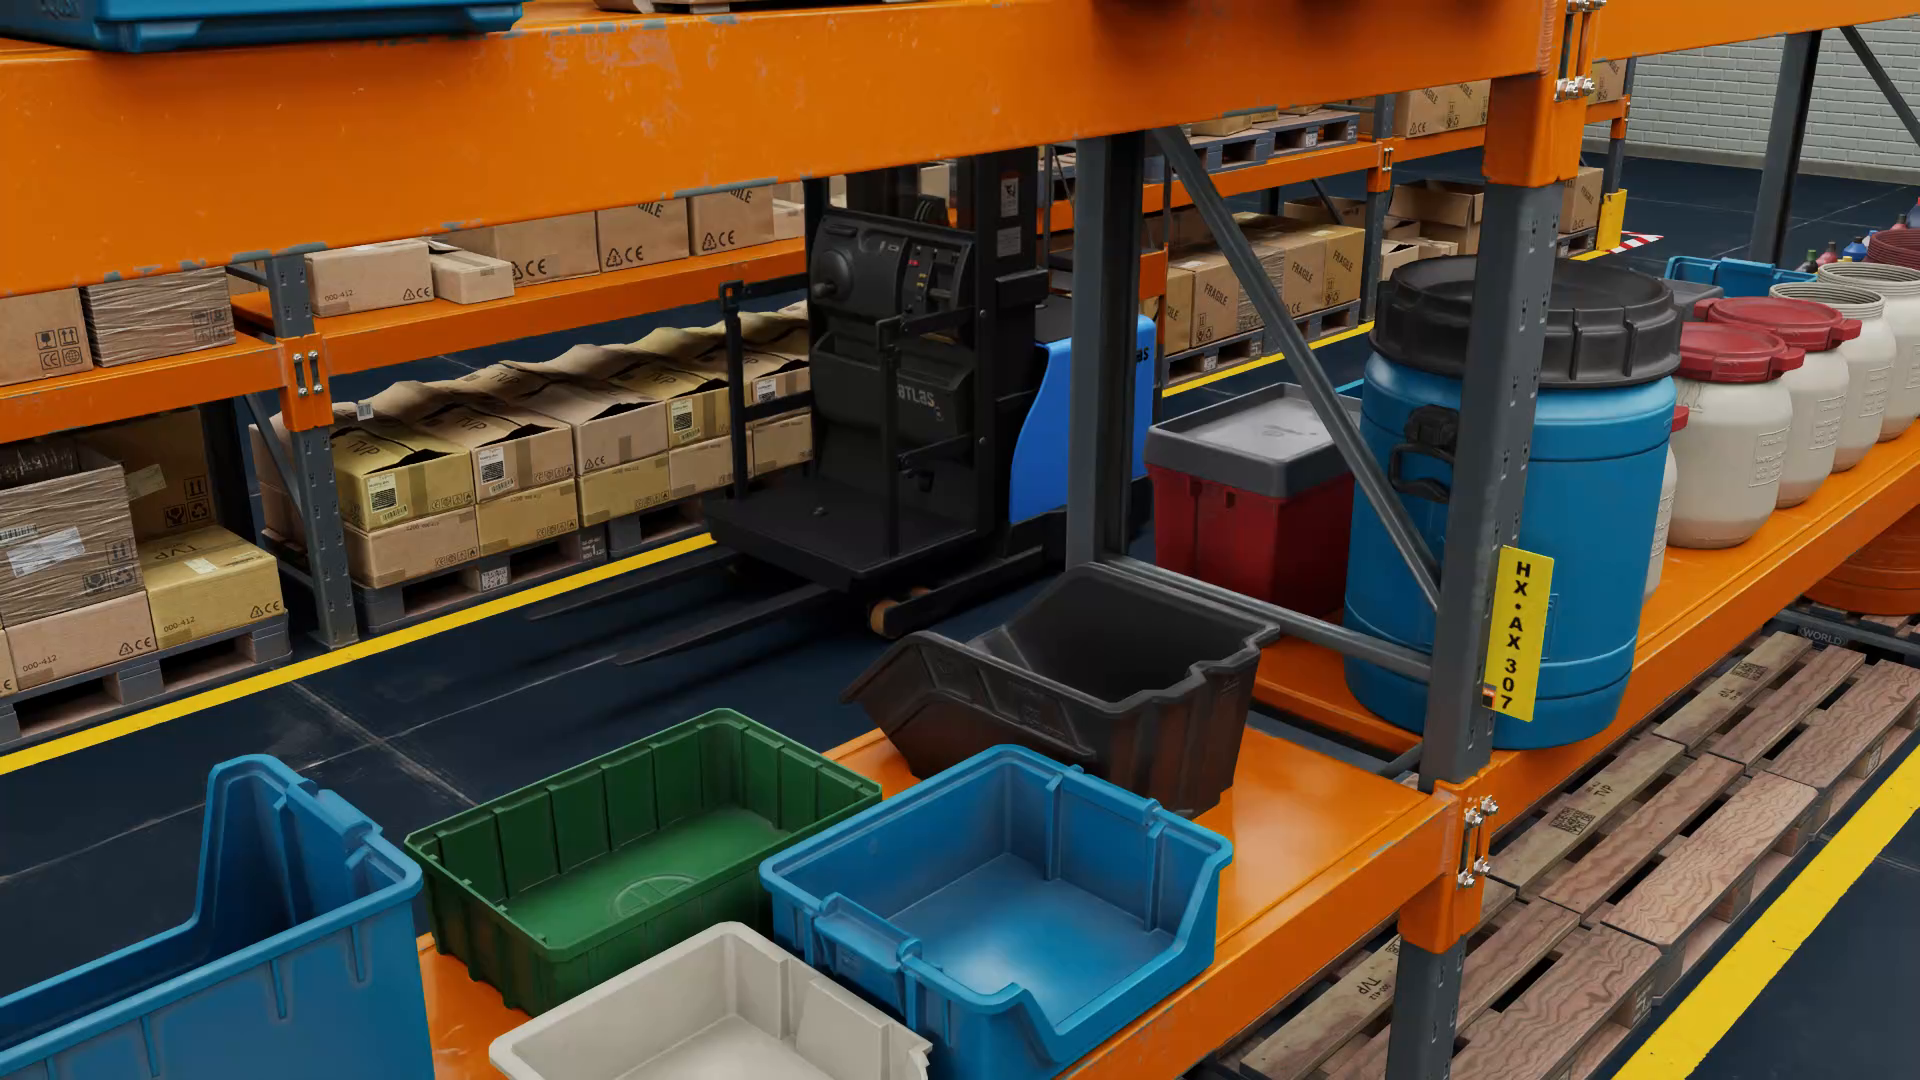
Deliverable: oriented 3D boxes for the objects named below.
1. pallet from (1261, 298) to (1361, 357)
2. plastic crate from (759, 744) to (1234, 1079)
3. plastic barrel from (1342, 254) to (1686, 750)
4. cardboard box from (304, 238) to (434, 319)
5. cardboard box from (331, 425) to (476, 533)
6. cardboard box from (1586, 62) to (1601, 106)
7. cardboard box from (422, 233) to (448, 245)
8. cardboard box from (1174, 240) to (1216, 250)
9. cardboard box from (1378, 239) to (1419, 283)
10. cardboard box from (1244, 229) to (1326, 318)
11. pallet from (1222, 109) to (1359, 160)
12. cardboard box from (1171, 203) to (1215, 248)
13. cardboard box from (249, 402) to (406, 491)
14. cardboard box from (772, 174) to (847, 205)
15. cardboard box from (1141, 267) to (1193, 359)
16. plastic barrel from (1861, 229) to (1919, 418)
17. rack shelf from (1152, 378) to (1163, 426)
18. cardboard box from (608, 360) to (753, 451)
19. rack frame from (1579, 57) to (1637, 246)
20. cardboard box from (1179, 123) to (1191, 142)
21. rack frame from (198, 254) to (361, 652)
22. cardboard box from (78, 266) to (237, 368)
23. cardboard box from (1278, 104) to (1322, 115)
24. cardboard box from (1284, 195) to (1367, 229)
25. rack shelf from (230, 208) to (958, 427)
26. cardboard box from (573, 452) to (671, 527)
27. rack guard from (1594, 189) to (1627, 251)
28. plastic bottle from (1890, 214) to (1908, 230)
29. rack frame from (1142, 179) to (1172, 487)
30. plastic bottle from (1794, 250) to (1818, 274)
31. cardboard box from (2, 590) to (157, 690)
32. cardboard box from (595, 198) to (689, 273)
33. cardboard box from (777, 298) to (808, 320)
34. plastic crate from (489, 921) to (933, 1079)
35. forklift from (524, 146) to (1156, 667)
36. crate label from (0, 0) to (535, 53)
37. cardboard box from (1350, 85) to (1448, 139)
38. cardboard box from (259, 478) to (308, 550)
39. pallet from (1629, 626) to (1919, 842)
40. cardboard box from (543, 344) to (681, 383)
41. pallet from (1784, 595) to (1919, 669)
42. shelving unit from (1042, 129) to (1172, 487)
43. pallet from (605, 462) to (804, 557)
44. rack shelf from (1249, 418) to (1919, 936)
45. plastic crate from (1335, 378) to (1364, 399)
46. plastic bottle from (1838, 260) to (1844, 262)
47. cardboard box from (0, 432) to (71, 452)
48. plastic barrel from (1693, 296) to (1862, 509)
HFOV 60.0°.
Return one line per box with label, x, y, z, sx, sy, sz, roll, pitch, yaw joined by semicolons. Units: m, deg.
pallet;2.131;-1.615;11.982;1.003;0.211;1.213;19;28;41
plastic crate;0.059;0.584;2.582;0.499;0.251;0.616;19;28;41
plastic barrel;1.123;-0.095;3.443;0.600;0.901;0.708;19;28;41
cardboard box;-2.597;-1.146;7.085;0.500;0.250;0.500;-18;27;-39
cardboard box;-2.443;-0.297;7.132;0.500;0.311;0.500;19;28;41
cardboard box;4.985;-3.892;13.881;0.500;0.500;0.500;20;28;41
cardboard box;-4.136;-2.186;12.452;0.500;0.500;0.700;-20;29;-41
cardboard box;1.441;-1.844;11.562;0.500;0.500;0.500;20;29;41
cardboard box;3.119;-2.139;12.594;0.500;0.311;0.500;19;28;41
cardboard box;2.181;-1.850;11.578;0.500;0.500;0.500;19;28;41
pallet;2.036;-2.867;11.621;1.003;0.211;1.213;19;28;41
cardboard box;1.462;-2.203;11.452;0.500;0.250;0.500;19;28;41
cardboard box;-2.832;-0.429;7.475;0.500;0.311;0.500;19;28;41
cardboard box;-0.882;-1.884;8.919;0.500;0.311;0.500;19;28;40
cardboard box;1.118;-1.455;10.549;0.500;0.500;0.500;19;28;40
plastic barrel;3.321;-0.735;5.615;0.600;0.536;0.708;19;28;41
rack shelf;0.730;-0.581;8.649;0.431;0.518;0.480;19;28;41
cardboard box;-1.371;-0.692;8.161;0.500;0.311;0.500;-19;28;-41
rack frame;5.462;-4.163;14.725;1.000;3.000;0.127;19;28;41
cardboard box;1.014;-2.727;10.264;0.500;0.500;0.700;-14;25;-32
rack frame;-2.910;-1.079;6.700;1.000;3.000;0.127;19;28;41
cardboard box;-3.215;-1.010;6.381;0.700;0.500;0.500;18;28;39
cardboard box;2.181;-3.312;11.786;0.700;0.500;0.500;9;23;23
cardboard box;2.865;-2.391;12.986;0.500;0.500;0.500;19;28;41
rack shelf;-1.514;-1.257;8.167;1.077;0.370;4.000;19;28;41
cardboard box;-1.734;-0.298;7.916;0.500;0.250;0.500;18;28;39
rack guard;5.409;-2.977;15.123;1.175;0.500;0.348;19;28;41
plastic bottle;4.201;-1.316;7.481;0.061;0.283;0.133;19;28;41
rack frame;0.901;-1.310;8.555;0.400;2.100;0.015;19;28;41
plastic bottle;3.404;-1.022;6.716;0.061;0.283;0.133;19;28;41
cardboard box;-3.432;0.309;6.338;0.500;0.250;0.500;19;28;41
cardboard box;-1.645;-1.583;7.872;0.500;0.500;0.500;19;28;41
cardboard box;-0.695;-1.220;9.533;0.500;0.311;0.500;-19;28;-40
plastic crate;-0.314;0.766;2.268;0.530;0.136;0.437;19;28;41
forklift;-0.453;-1.160;7.008;1.130;2.935;3.031;19;28;41
crate label;-0.611;-0.539;1.322;0.502;0.251;0.408;19;28;41
cardboard box;3.222;-3.245;12.196;0.500;0.500;0.500;-19;28;-41
cardboard box;-2.828;-0.170;7.584;0.500;0.250;0.500;19;28;40
pallet;2.859;0.625;6.155;1.003;0.211;1.213;19;28;41
cardboard box;-1.771;-0.820;8.493;0.500;0.311;0.500;19;28;40
pallet;3.947;0.222;7.202;1.003;0.211;1.213;19;28;41
shelving unit;0.730;-1.247;8.393;0.431;2.100;0.503;19;28;41
pallet;-1.572;-0.291;8.538;1.003;0.211;1.213;19;28;41
rack shelf;2.032;-0.016;4.939;1.077;0.370;4.000;19;28;41
plastic crate;1.183;-0.192;4.415;0.392;0.384;0.575;19;28;41
plastic bottle;3.658;-1.069;6.951;0.097;0.201;0.097;0;21;0
cardboard box;-3.801;-0.170;6.538;0.500;0.500;0.500;19;28;41
plastic barrel;2.275;-0.392;4.725;0.433;0.535;0.433;0;21;0
